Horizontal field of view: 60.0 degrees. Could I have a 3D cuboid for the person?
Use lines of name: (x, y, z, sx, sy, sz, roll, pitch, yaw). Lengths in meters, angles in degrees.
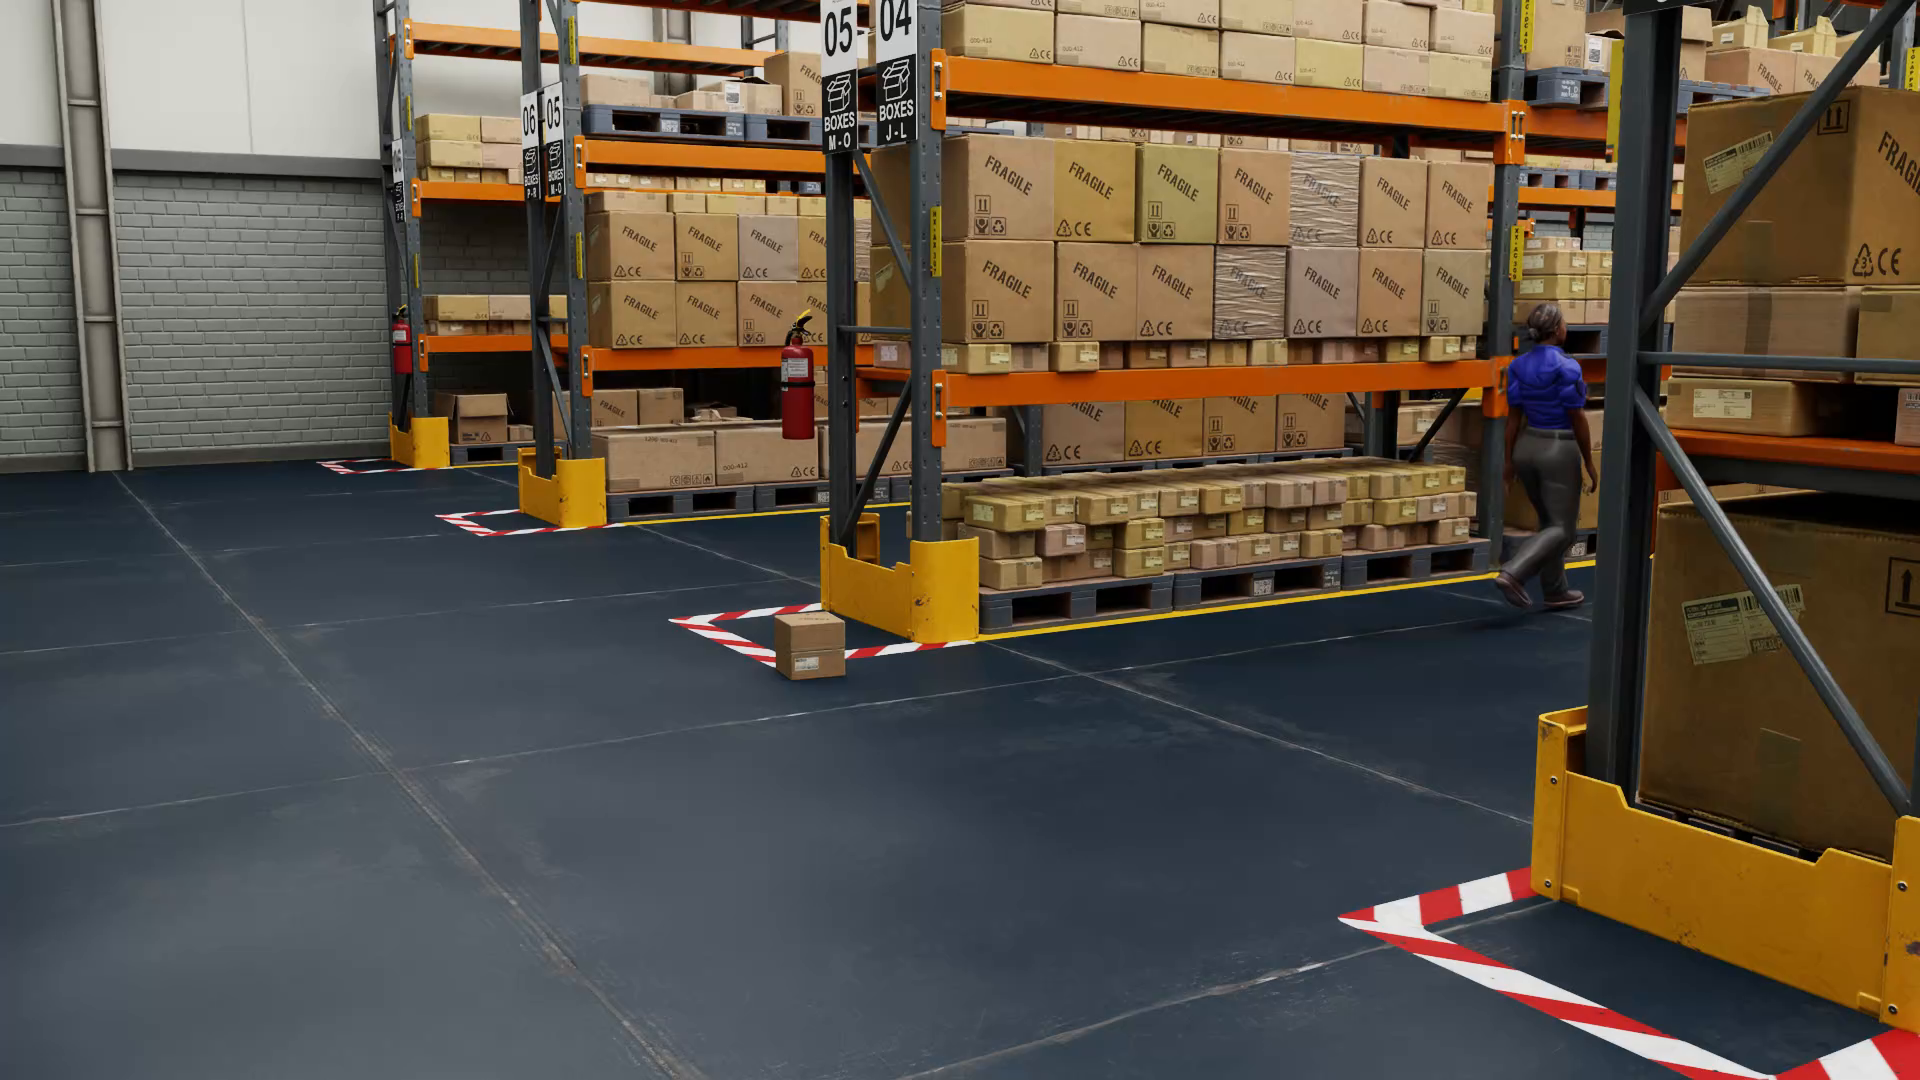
person: (3.069, -0.421, 8.691, 0.859, 1.616, 0.471, -5, 10, -30)
